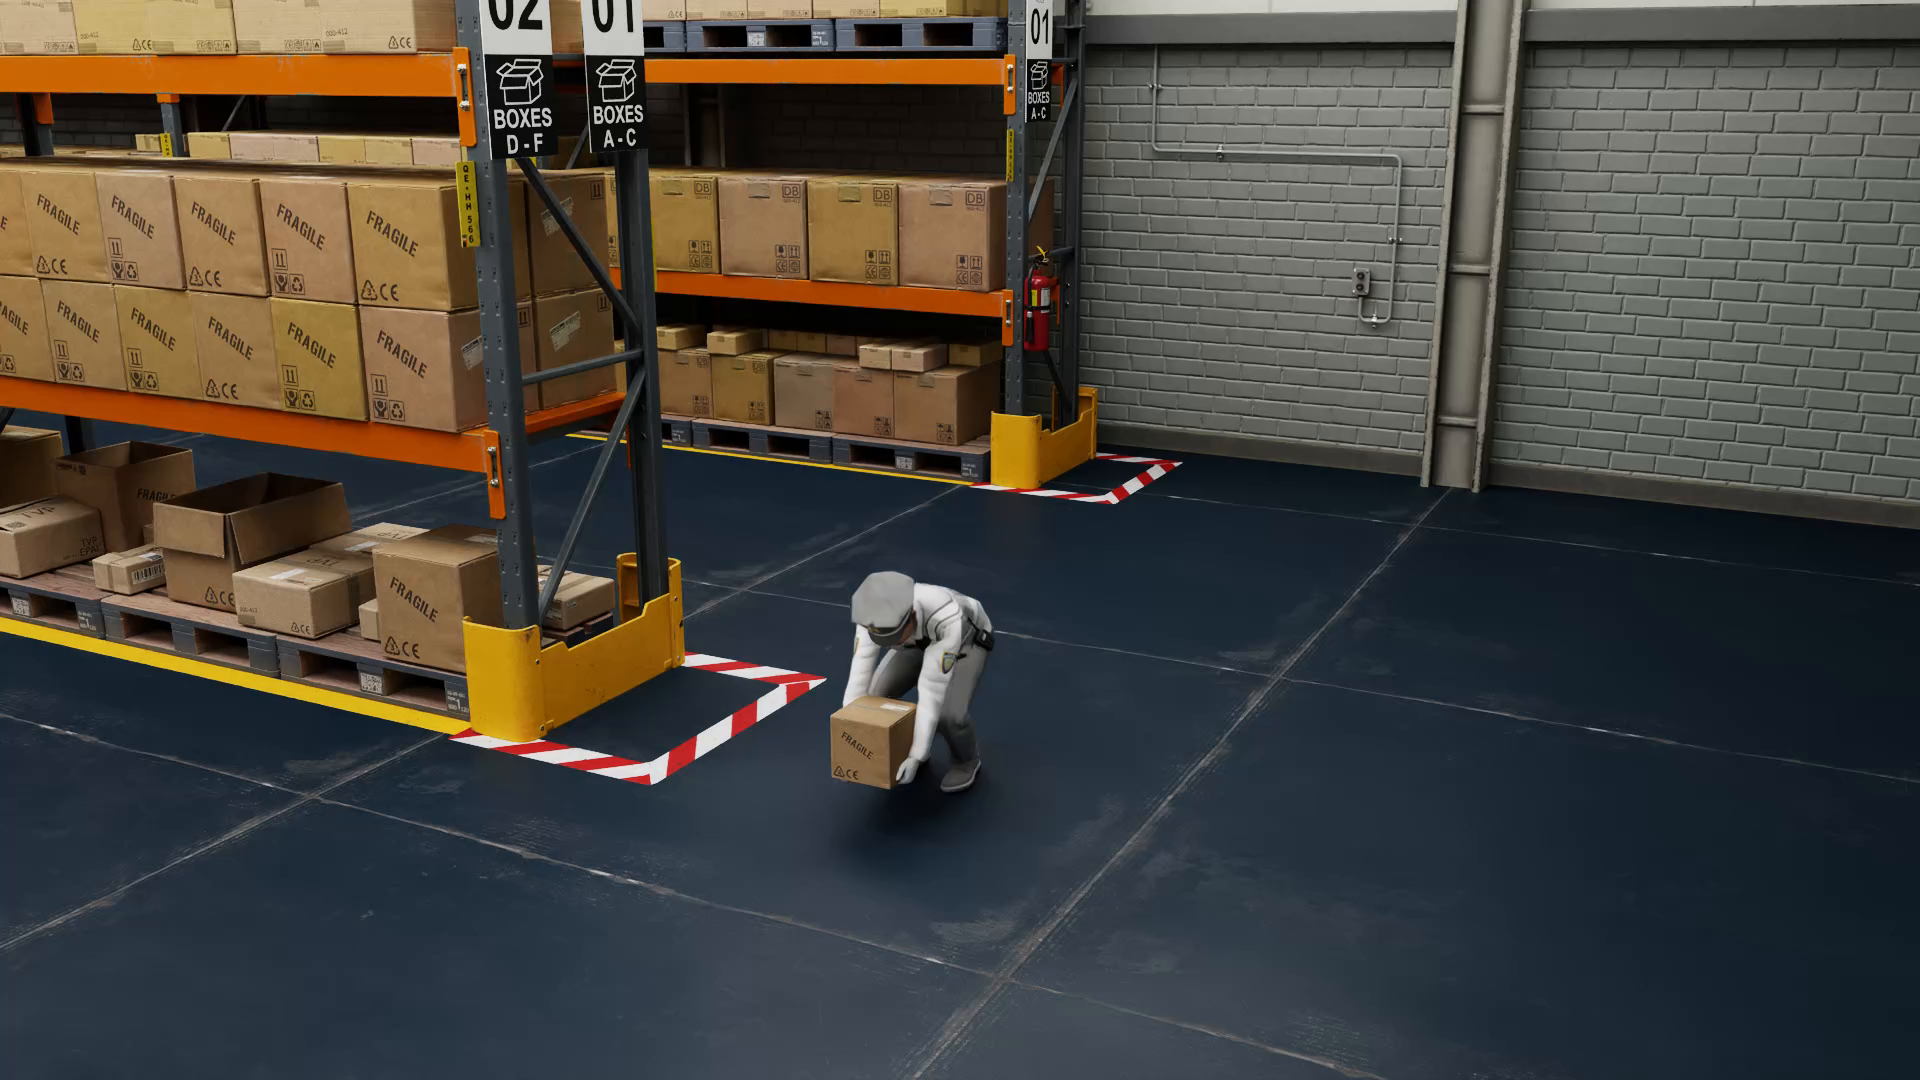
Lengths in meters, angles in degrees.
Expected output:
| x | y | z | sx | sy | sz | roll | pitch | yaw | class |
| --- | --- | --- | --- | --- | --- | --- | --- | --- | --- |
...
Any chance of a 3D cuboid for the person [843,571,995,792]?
| x | y | z | sx | sy | sz | roll | pitch | yaw | class |
| --- | --- | --- | --- | --- | --- | --- | --- | --- | --- |
| -0.167 | 0.522 | 6.463 | 0.458 | 0.980 | 0.876 | 7 | 17 | 24 | person |
